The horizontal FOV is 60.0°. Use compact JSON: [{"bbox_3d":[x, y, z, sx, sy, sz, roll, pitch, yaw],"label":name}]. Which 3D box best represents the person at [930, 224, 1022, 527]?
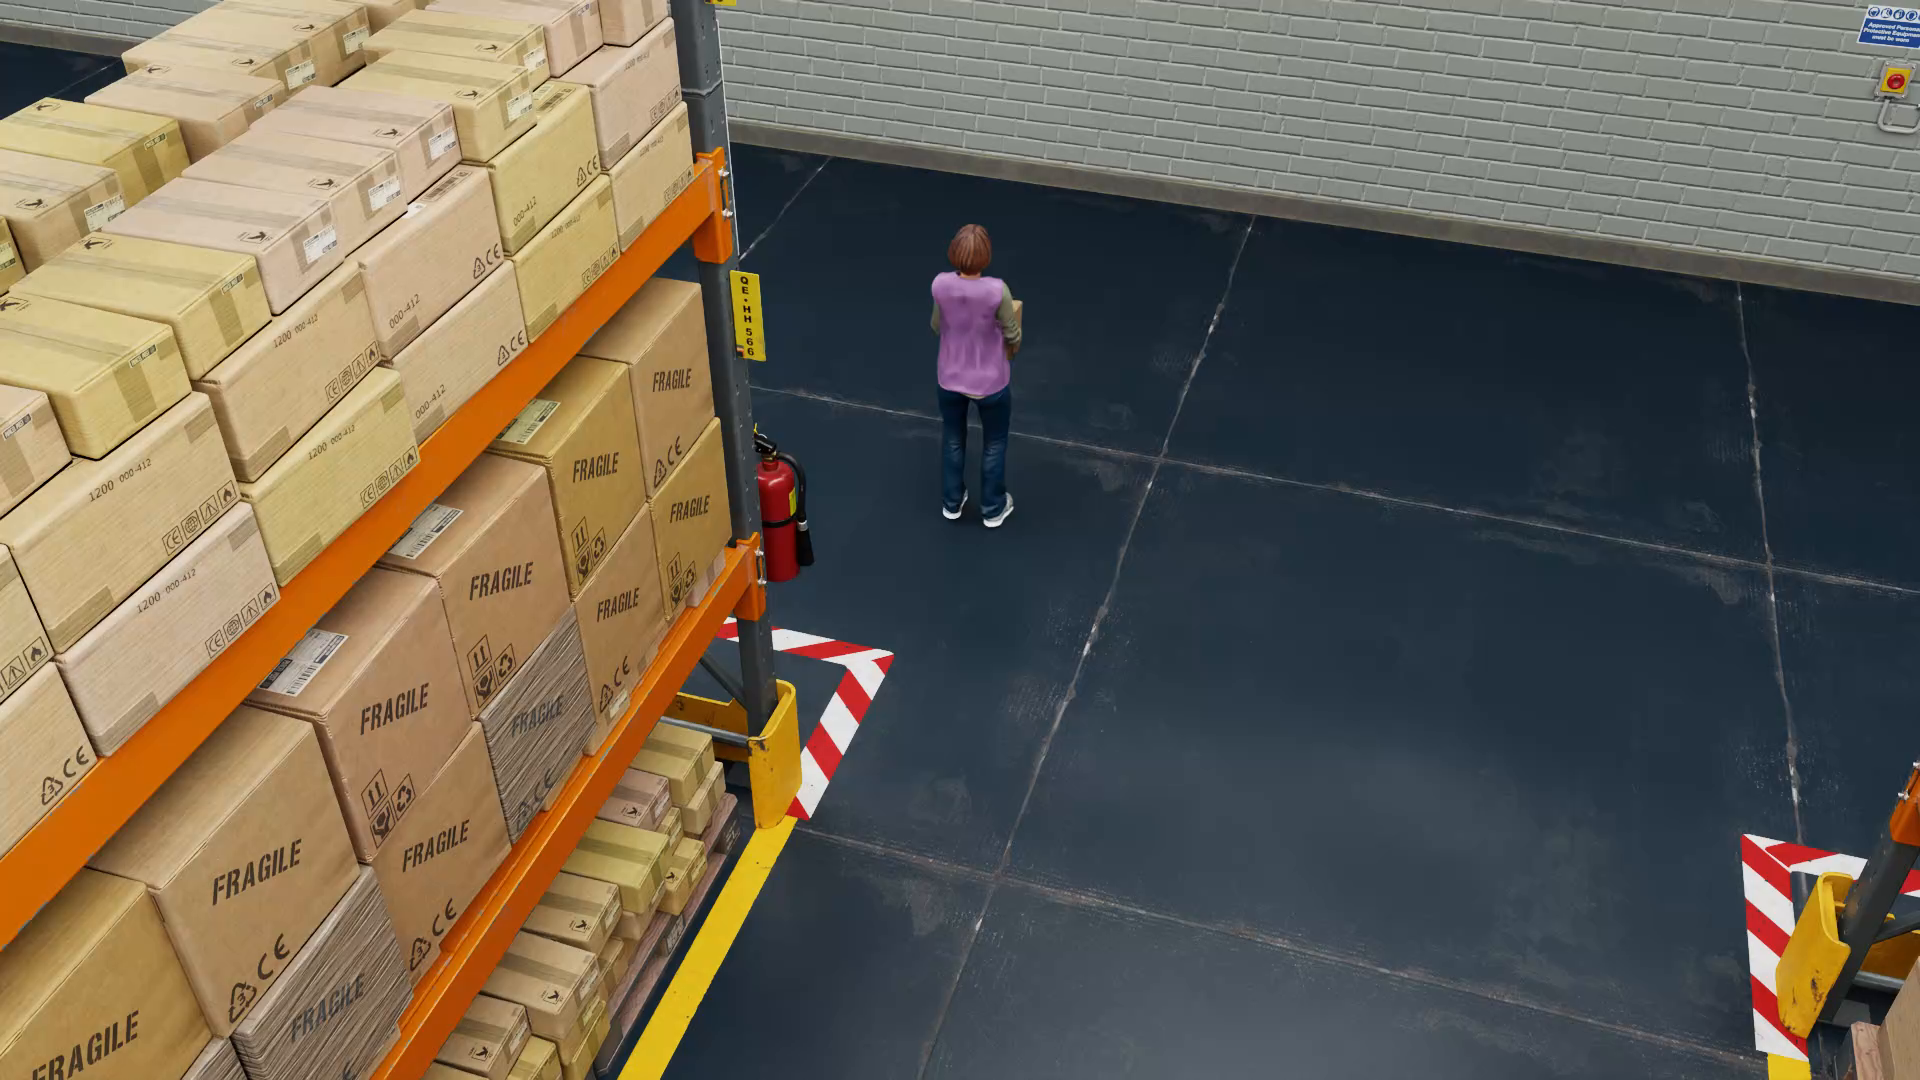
[{"bbox_3d":[0.084,-0.808,7.942,0.438,1.602,0.471,11,39,13],"label":"person"}]
